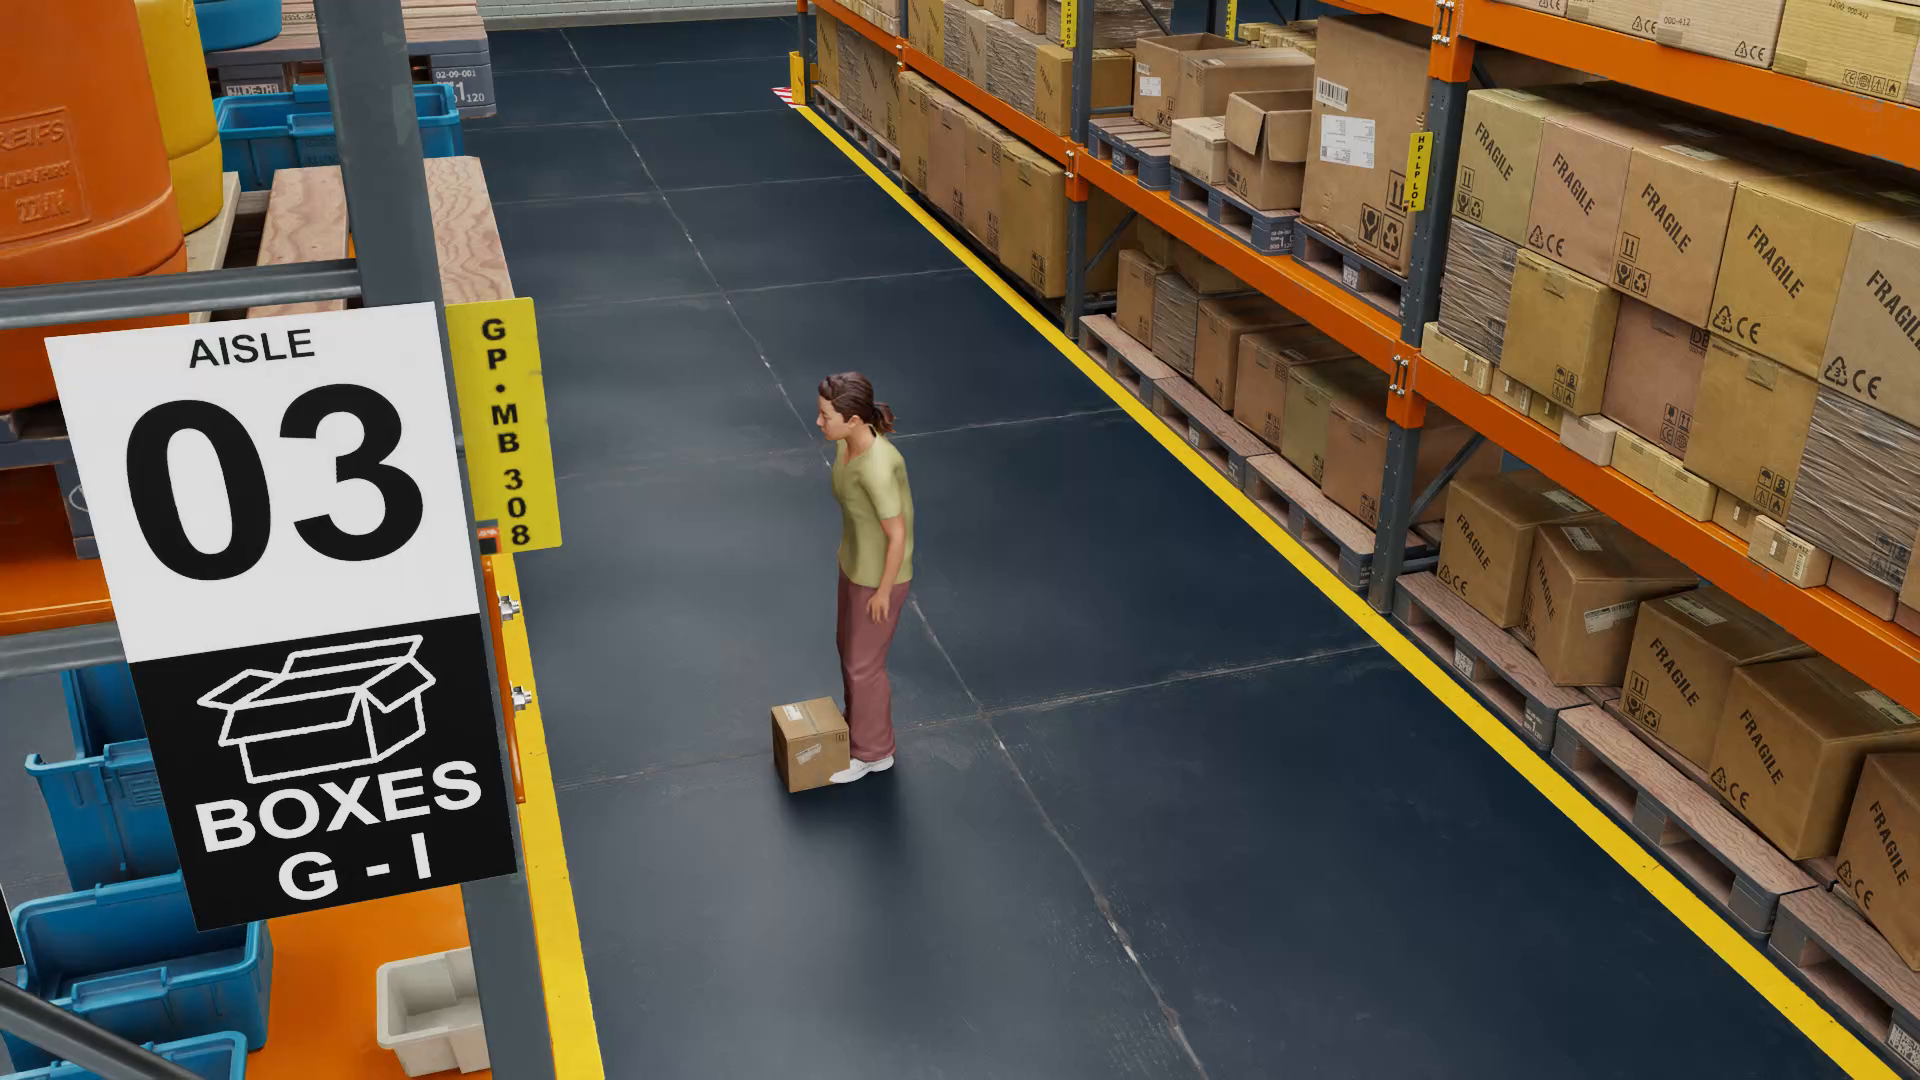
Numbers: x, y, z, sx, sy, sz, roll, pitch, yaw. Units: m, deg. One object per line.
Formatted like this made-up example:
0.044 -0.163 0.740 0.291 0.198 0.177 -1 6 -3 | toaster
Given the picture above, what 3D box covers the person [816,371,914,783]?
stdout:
-0.384 0.137 6.341 0.405 1.673 0.502 -8 28 -17 | person
